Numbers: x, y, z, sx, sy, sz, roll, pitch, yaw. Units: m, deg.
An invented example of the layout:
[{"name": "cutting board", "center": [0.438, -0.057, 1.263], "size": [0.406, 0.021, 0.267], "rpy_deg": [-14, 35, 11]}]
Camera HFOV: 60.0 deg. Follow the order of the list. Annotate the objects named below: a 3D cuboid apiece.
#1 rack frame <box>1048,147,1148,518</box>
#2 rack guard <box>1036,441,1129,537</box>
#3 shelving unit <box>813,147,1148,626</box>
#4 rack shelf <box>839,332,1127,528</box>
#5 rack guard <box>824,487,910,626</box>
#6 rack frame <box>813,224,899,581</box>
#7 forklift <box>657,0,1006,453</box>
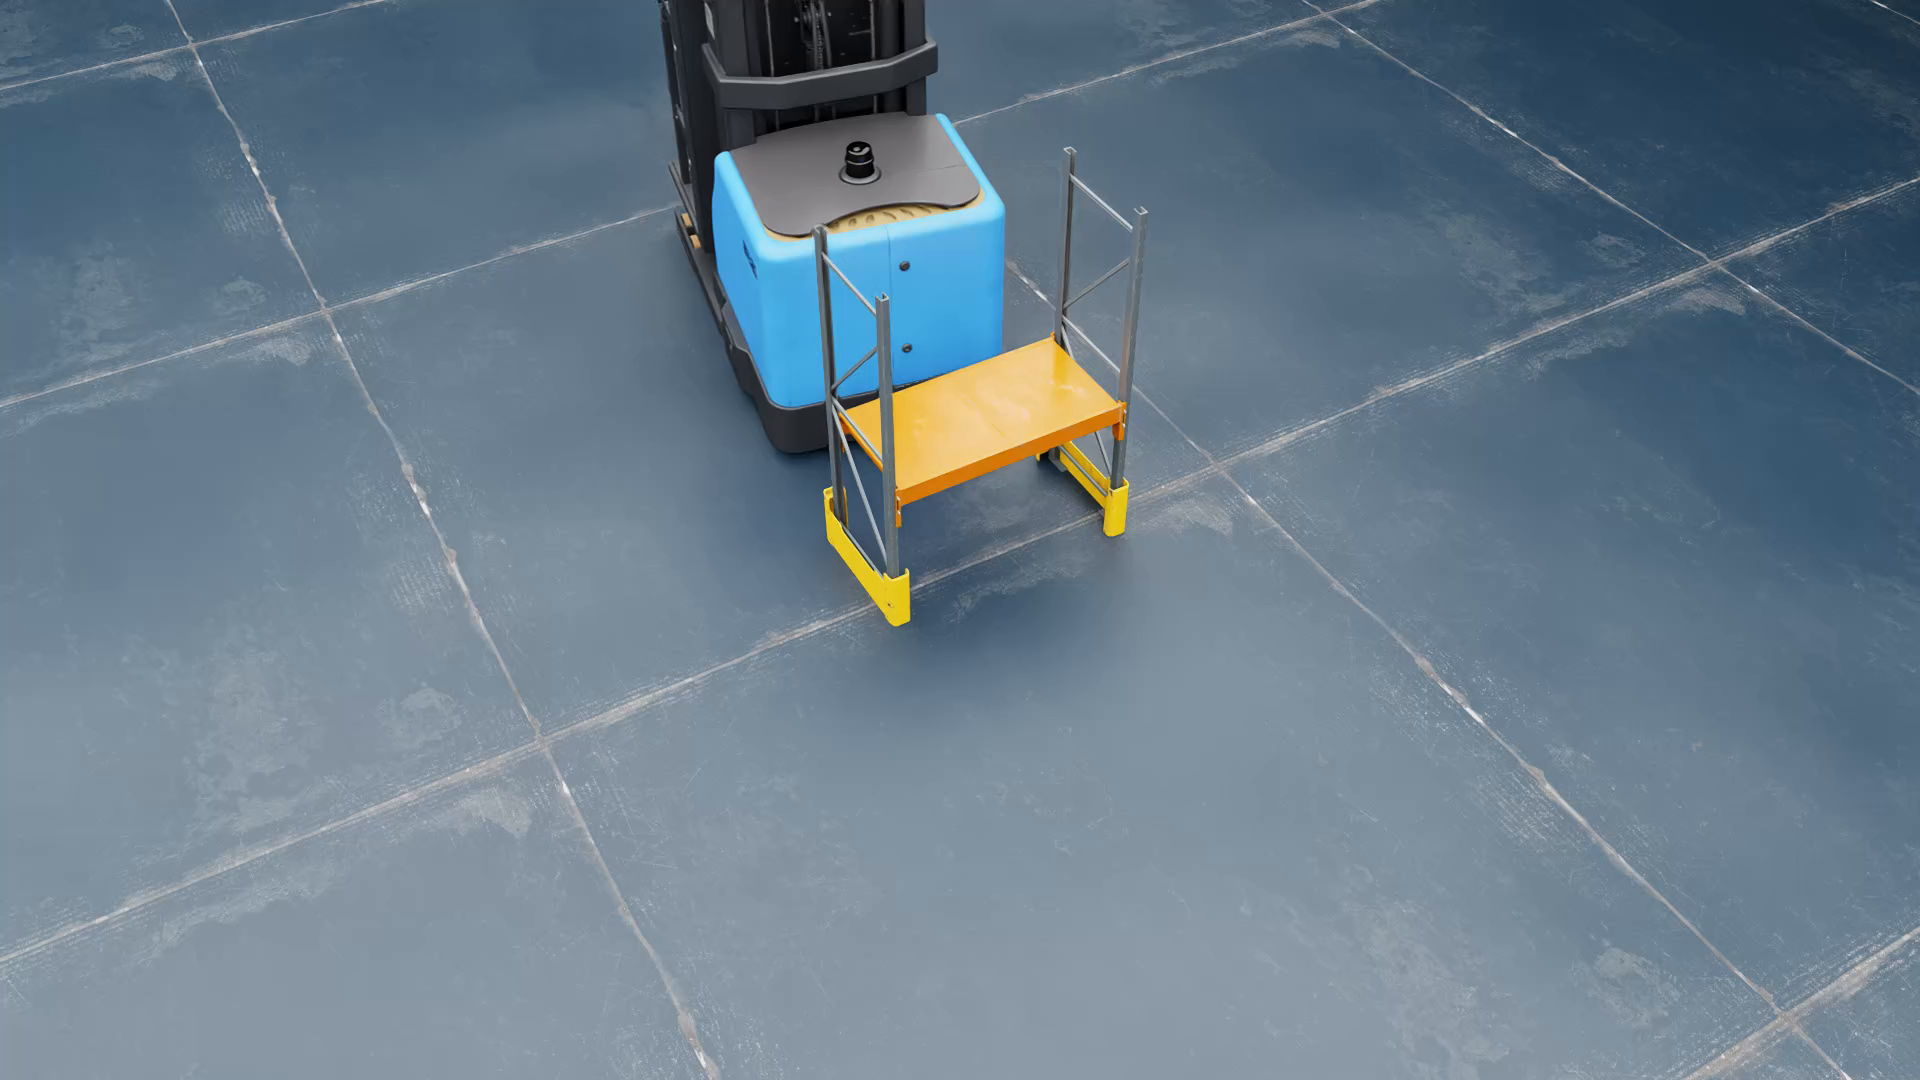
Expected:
[{"name": "rack frame", "center": [0.515, -0.744, 6.440], "size": [0.032, 1.500, 0.500], "rpy_deg": [-22, 48, -21]}, {"name": "rack guard", "center": [0.498, -0.289, 6.868], "size": [0.087, 0.250, 0.587], "rpy_deg": [-22, 48, -21]}, {"name": "shelving unit", "center": [0.066, -0.565, 6.255], "size": [1.083, 1.500, 0.587], "rpy_deg": [-22, 48, -21]}, {"name": "rack shelf", "center": [0.074, -0.439, 6.383], "size": [1.000, 0.185, 0.538], "rpy_deg": [-22, 48, -21]}, {"name": "rack guard", "center": [-0.366, 0.057, 6.512], "size": [0.087, 0.250, 0.587], "rpy_deg": [-22, 48, -21]}, {"name": "rack frame", "center": [-0.367, -0.391, 6.076], "size": [0.032, 1.500, 0.500], "rpy_deg": [-22, 48, -21]}, {"name": "forklift", "center": [-0.765, -2.462, 7.182], "size": [1.130, 2.935, 3.031], "rpy_deg": [-14, 46, -14]}]
